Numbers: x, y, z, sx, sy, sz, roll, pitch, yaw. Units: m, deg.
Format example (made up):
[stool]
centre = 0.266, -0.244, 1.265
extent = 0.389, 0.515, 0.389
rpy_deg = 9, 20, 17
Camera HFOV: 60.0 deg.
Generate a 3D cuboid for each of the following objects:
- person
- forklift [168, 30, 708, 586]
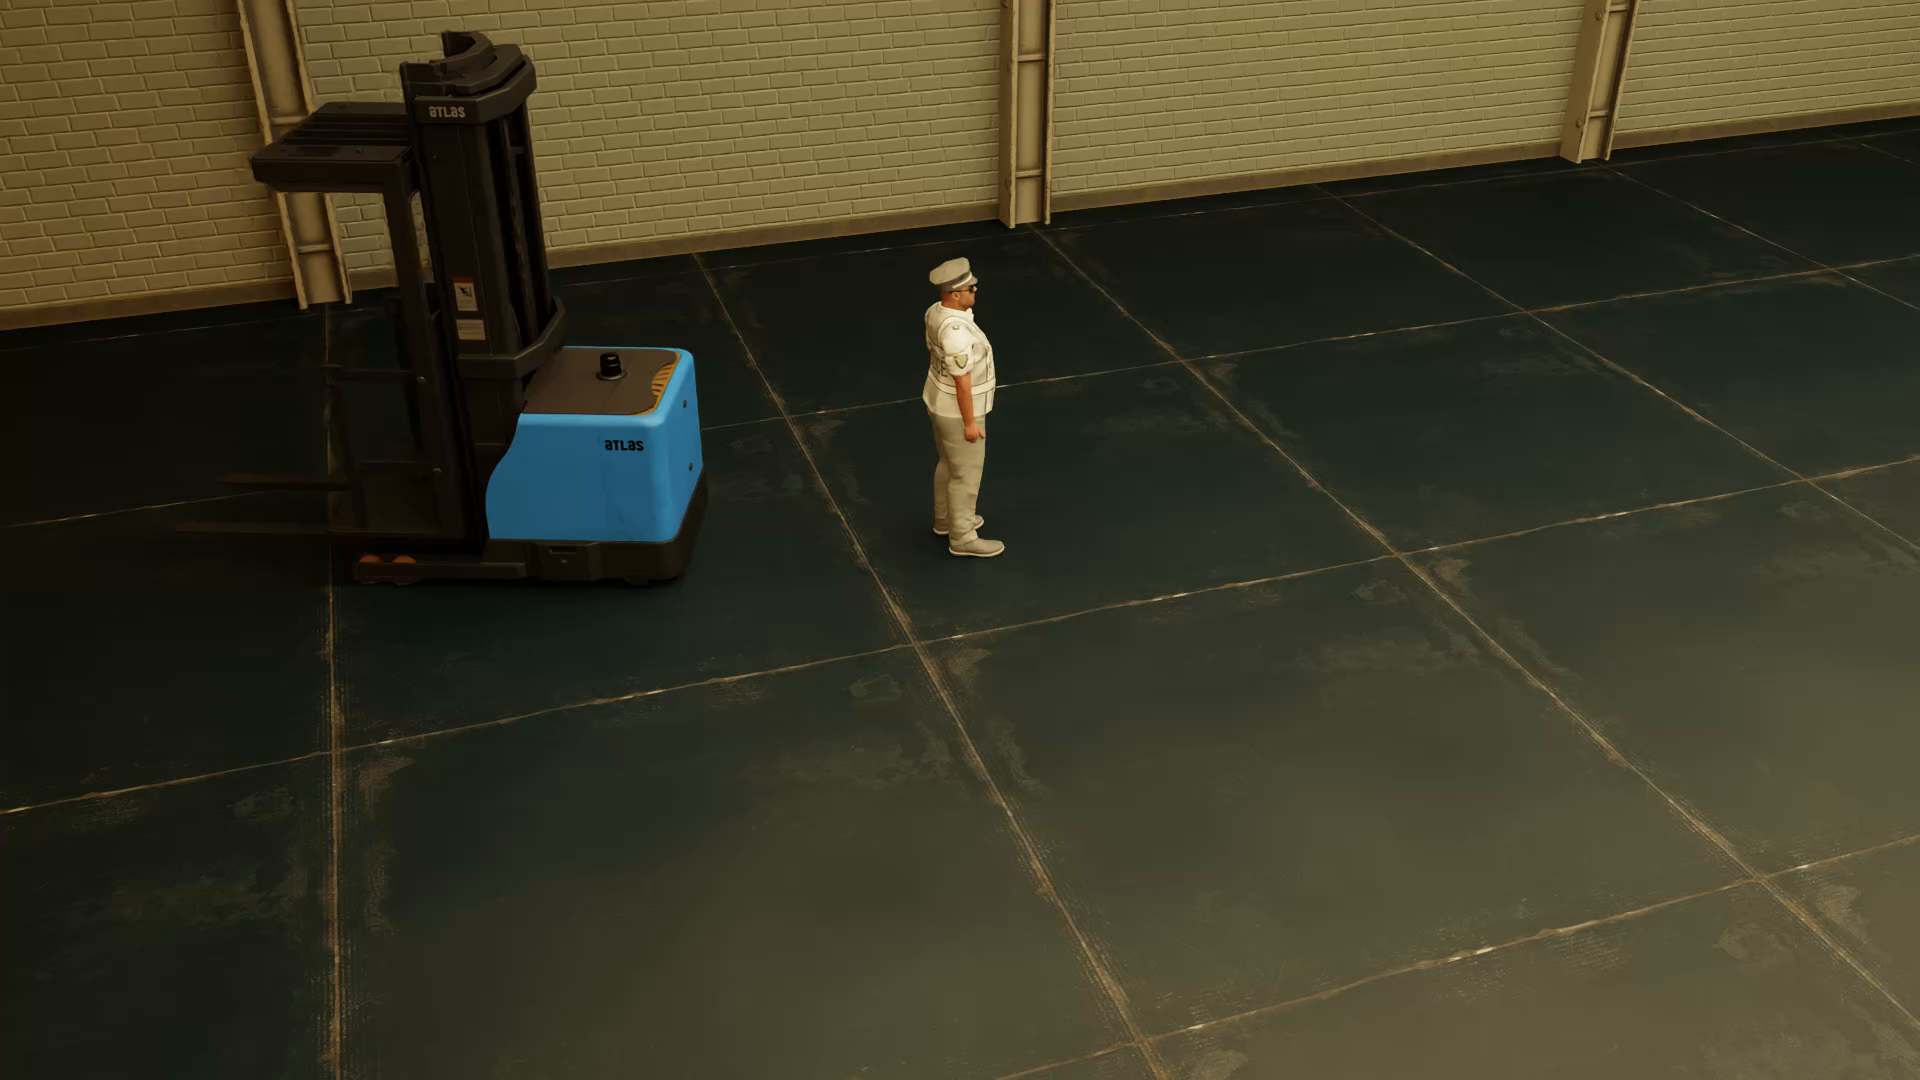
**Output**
[person]
centre = 0.004, -0.771, 9.590
extent = 0.407, 1.776, 0.524
rpy_deg = -10, 31, -16
[forklift]
centre = -3.093, -1.272, 9.298
extent = 3.031, 2.935, 1.130
rpy_deg = 1, 30, 2
